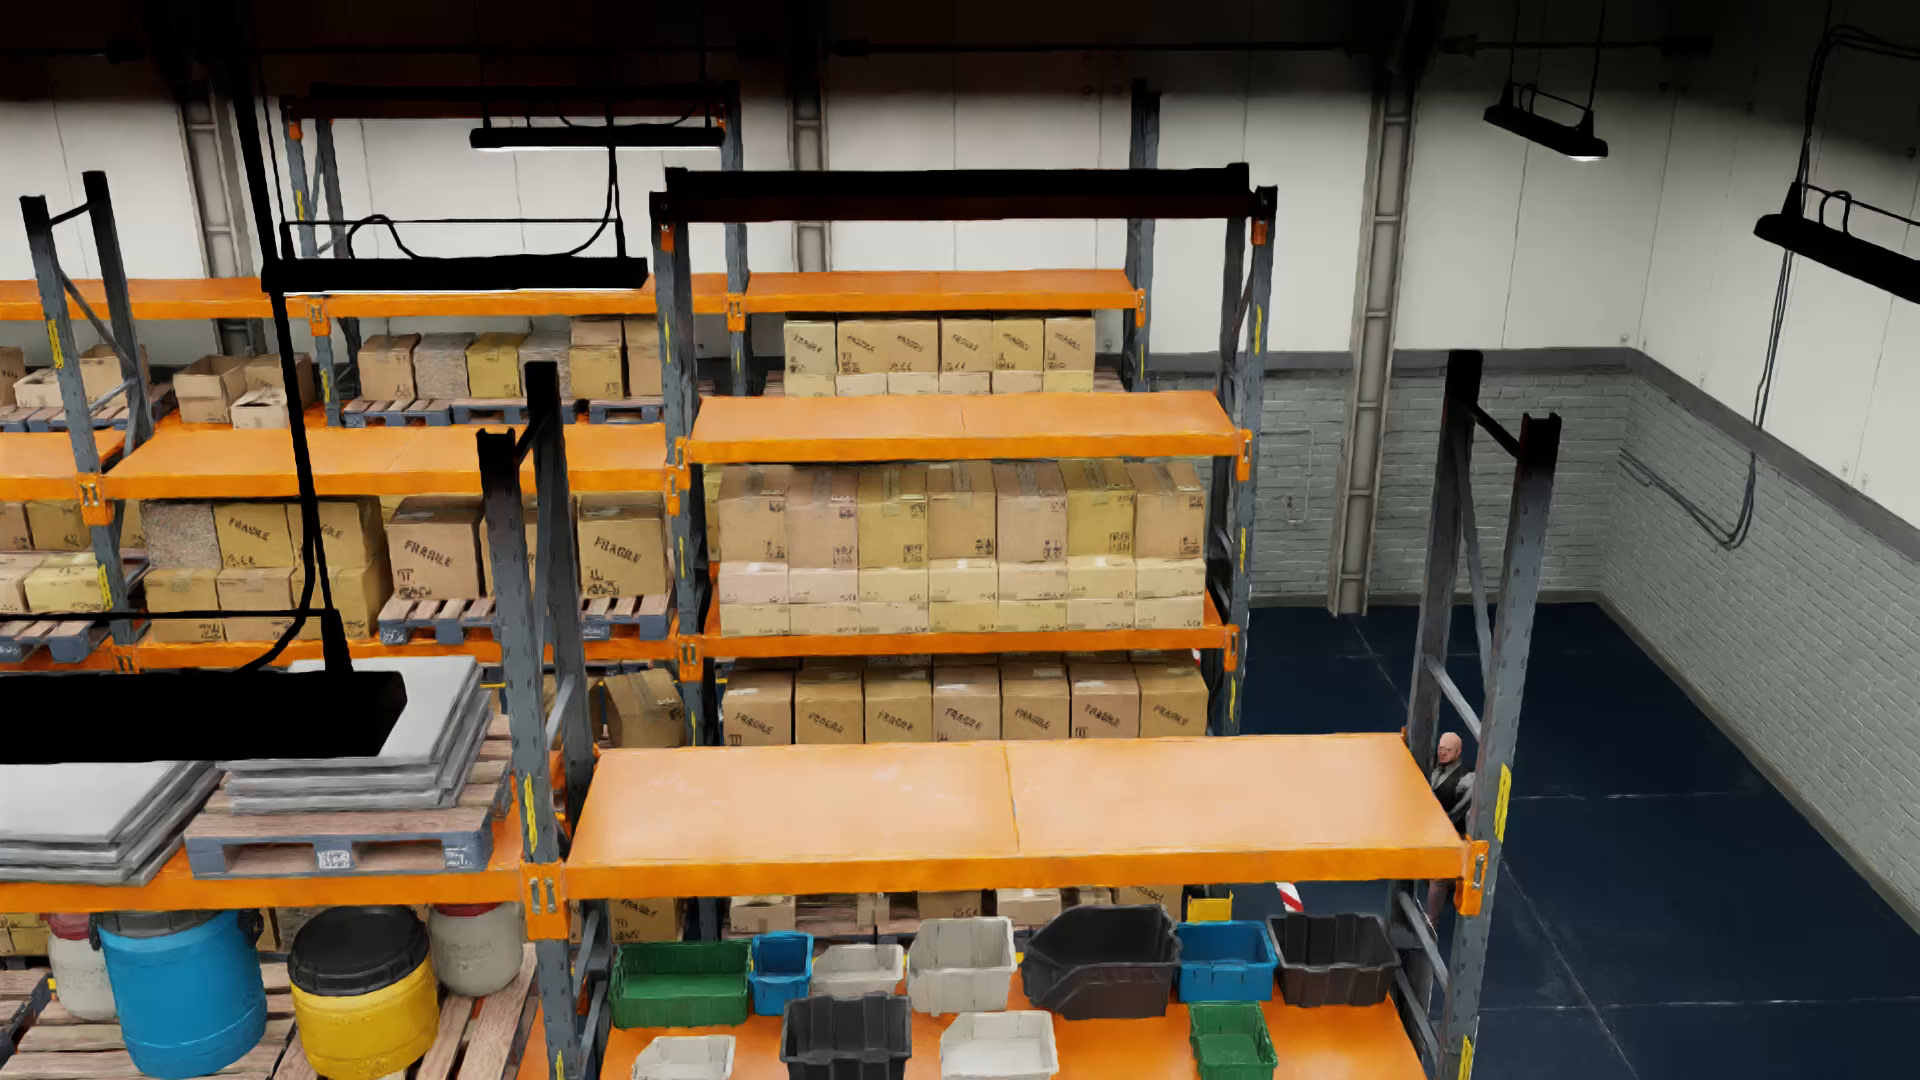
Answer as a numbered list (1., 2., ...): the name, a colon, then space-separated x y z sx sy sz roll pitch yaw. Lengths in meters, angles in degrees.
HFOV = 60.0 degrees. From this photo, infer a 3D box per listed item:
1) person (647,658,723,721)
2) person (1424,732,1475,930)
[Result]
1. person: -2.876 1.097 16.291 1.019 1.612 0.453 -1 22 -4
2. person: 3.851 2.277 13.304 0.930 1.695 0.584 -12 25 -27
